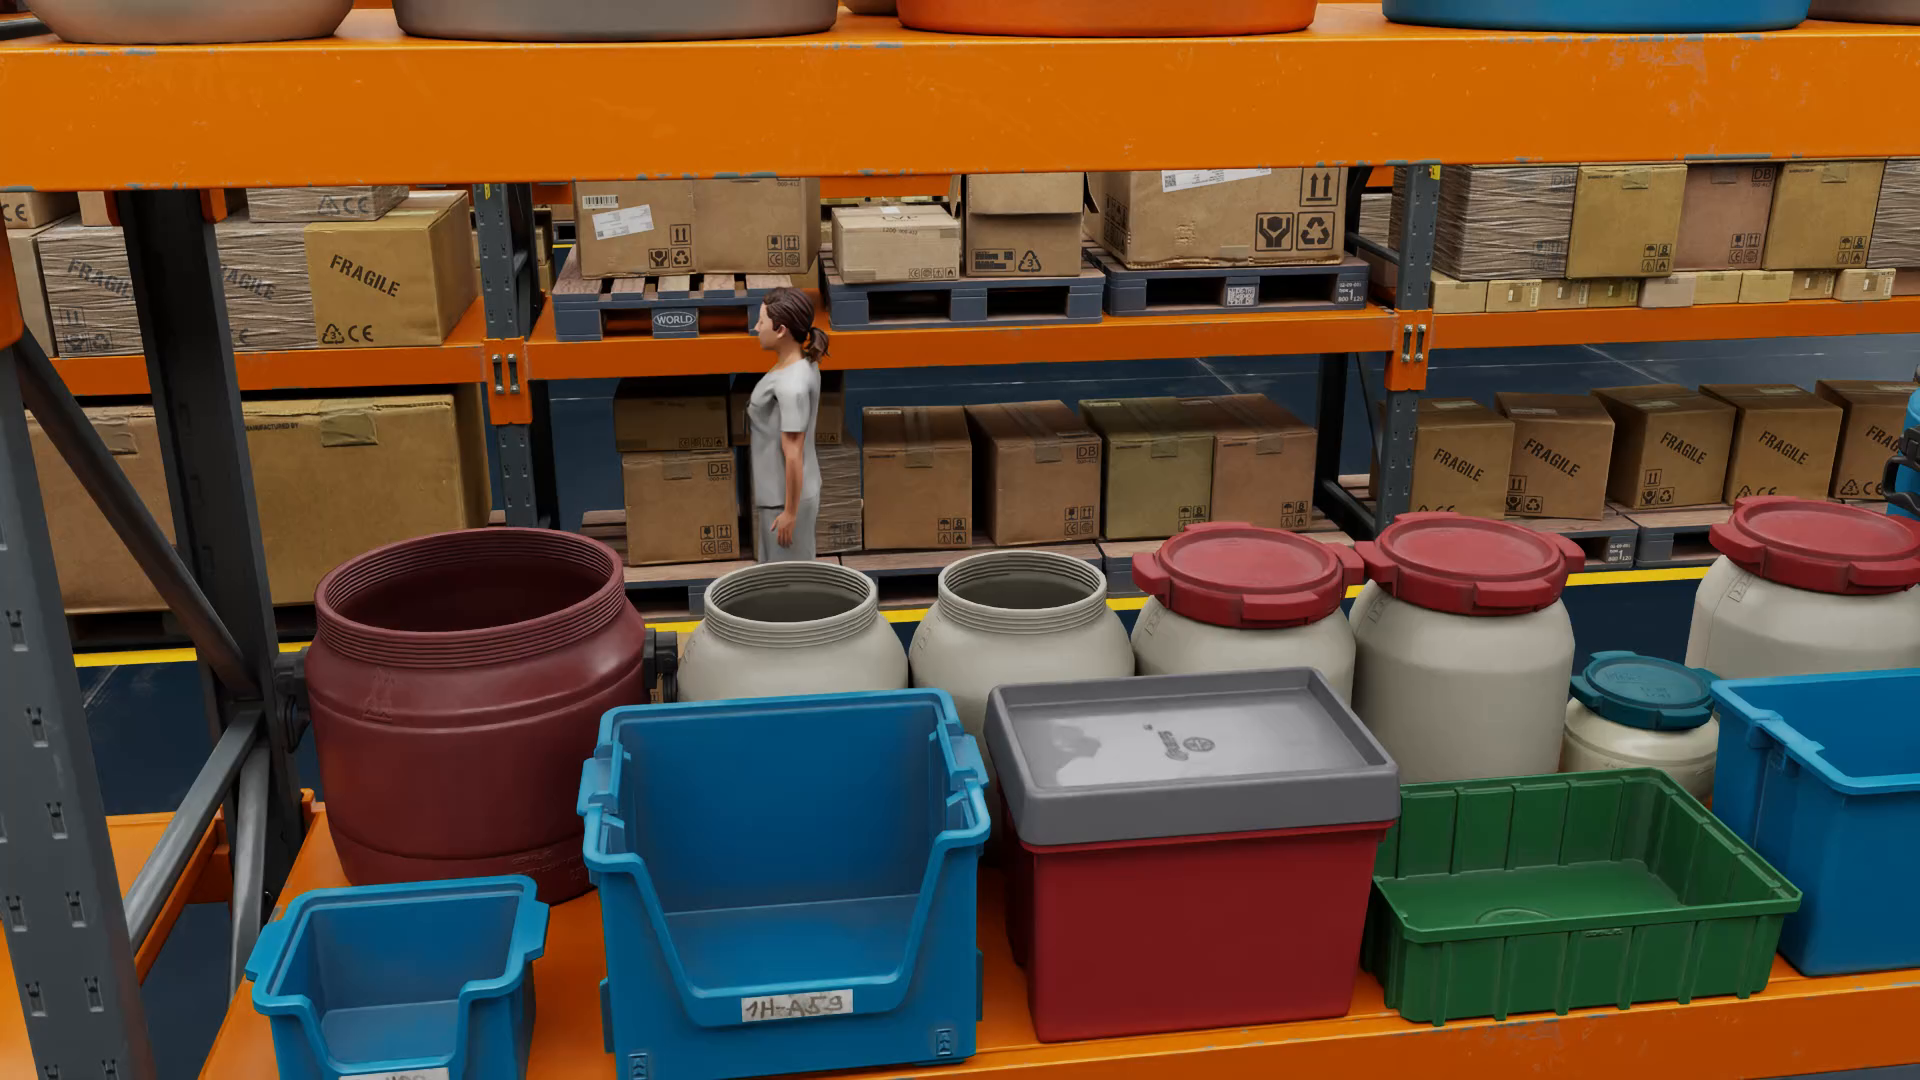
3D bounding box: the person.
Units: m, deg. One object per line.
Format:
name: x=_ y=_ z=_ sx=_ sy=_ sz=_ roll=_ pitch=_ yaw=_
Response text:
person: x=-0.705 y=-0.157 z=6.503 sx=0.591 sy=1.678 sz=0.453 roll=0 pitch=20 yaw=0
